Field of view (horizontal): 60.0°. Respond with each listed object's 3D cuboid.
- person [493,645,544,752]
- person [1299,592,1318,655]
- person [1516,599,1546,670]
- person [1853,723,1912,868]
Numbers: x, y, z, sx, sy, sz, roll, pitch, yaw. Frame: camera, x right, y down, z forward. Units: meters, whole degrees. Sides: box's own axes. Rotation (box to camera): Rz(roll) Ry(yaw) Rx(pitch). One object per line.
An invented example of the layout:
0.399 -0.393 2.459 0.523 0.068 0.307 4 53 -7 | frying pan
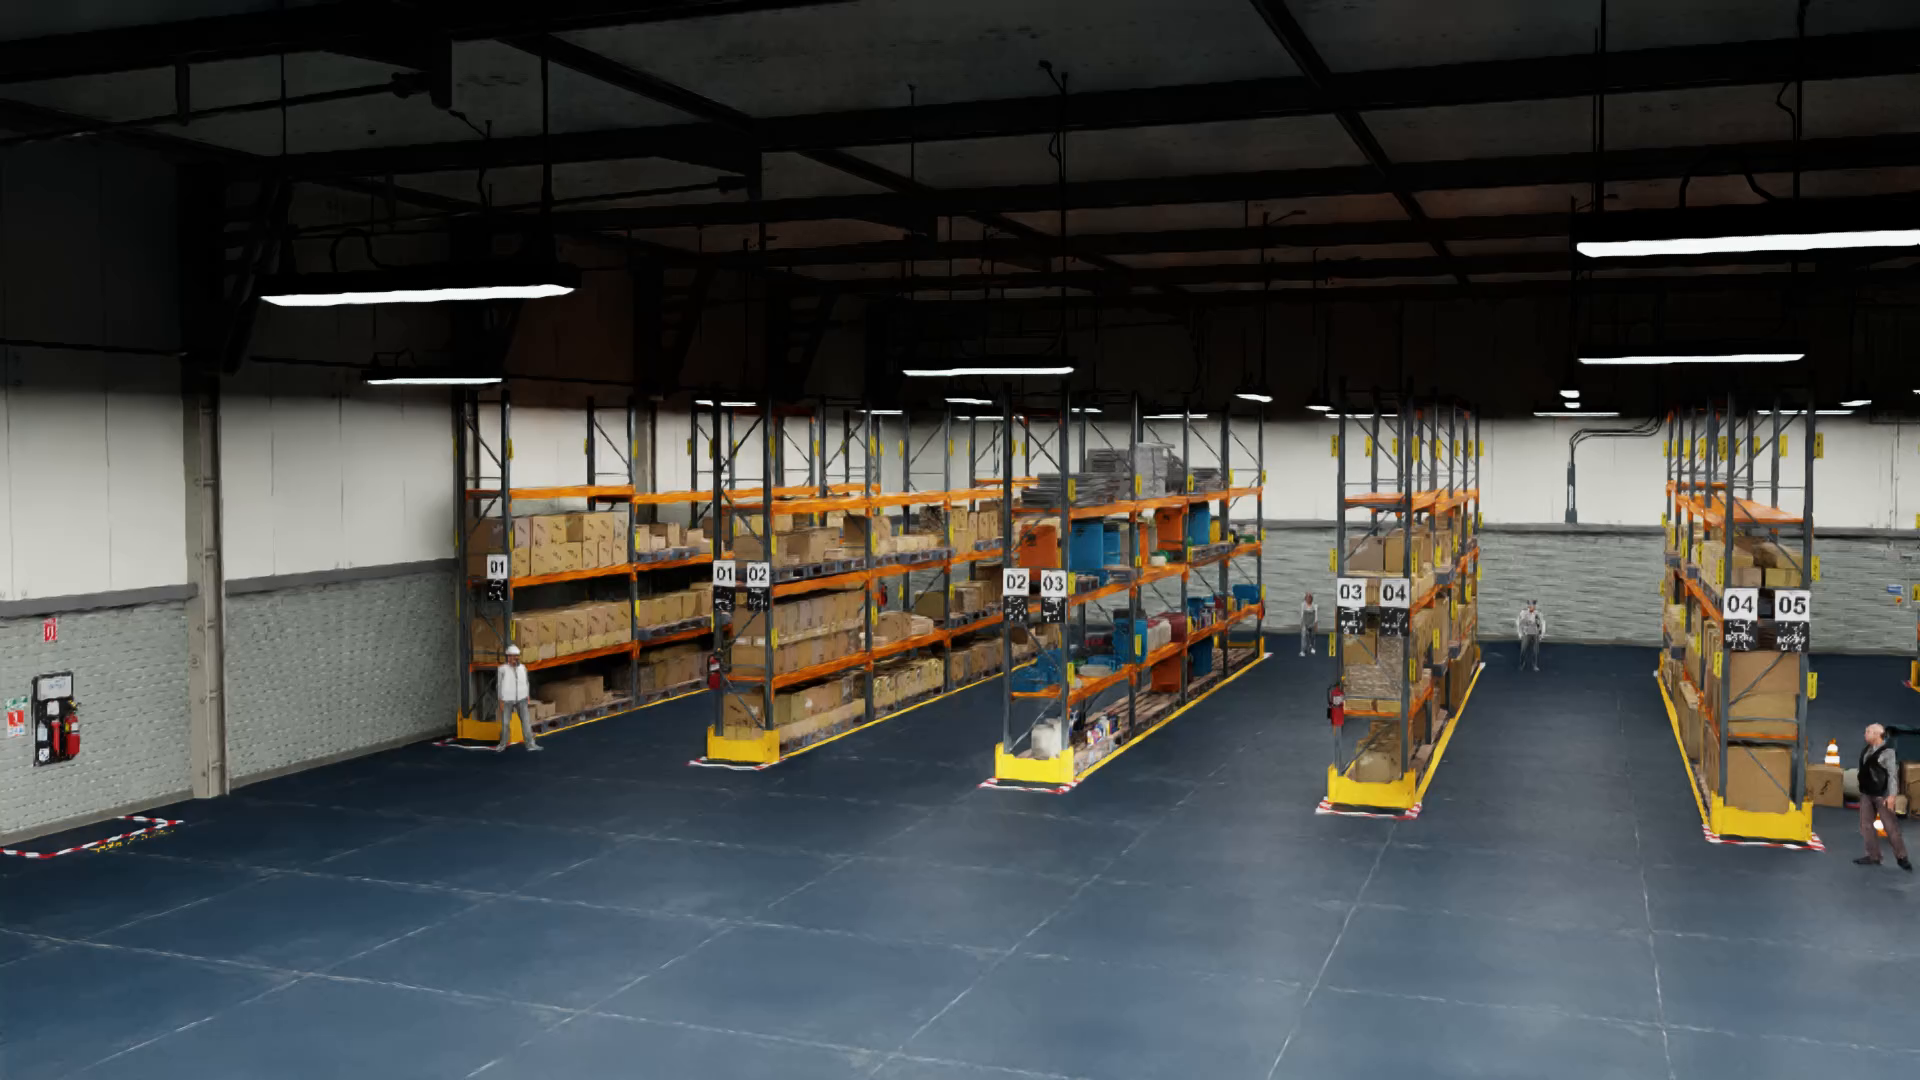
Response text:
-7.293 2.602 27.339 0.733 1.759 0.564 -2 4 -32 | person
8.451 2.011 40.211 0.416 1.512 1.039 1 3 18 | person
12.892 2.126 37.567 0.639 1.632 0.498 1 3 19 | person
11.074 3.055 19.944 0.544 1.714 0.631 0 3 -8 | person
